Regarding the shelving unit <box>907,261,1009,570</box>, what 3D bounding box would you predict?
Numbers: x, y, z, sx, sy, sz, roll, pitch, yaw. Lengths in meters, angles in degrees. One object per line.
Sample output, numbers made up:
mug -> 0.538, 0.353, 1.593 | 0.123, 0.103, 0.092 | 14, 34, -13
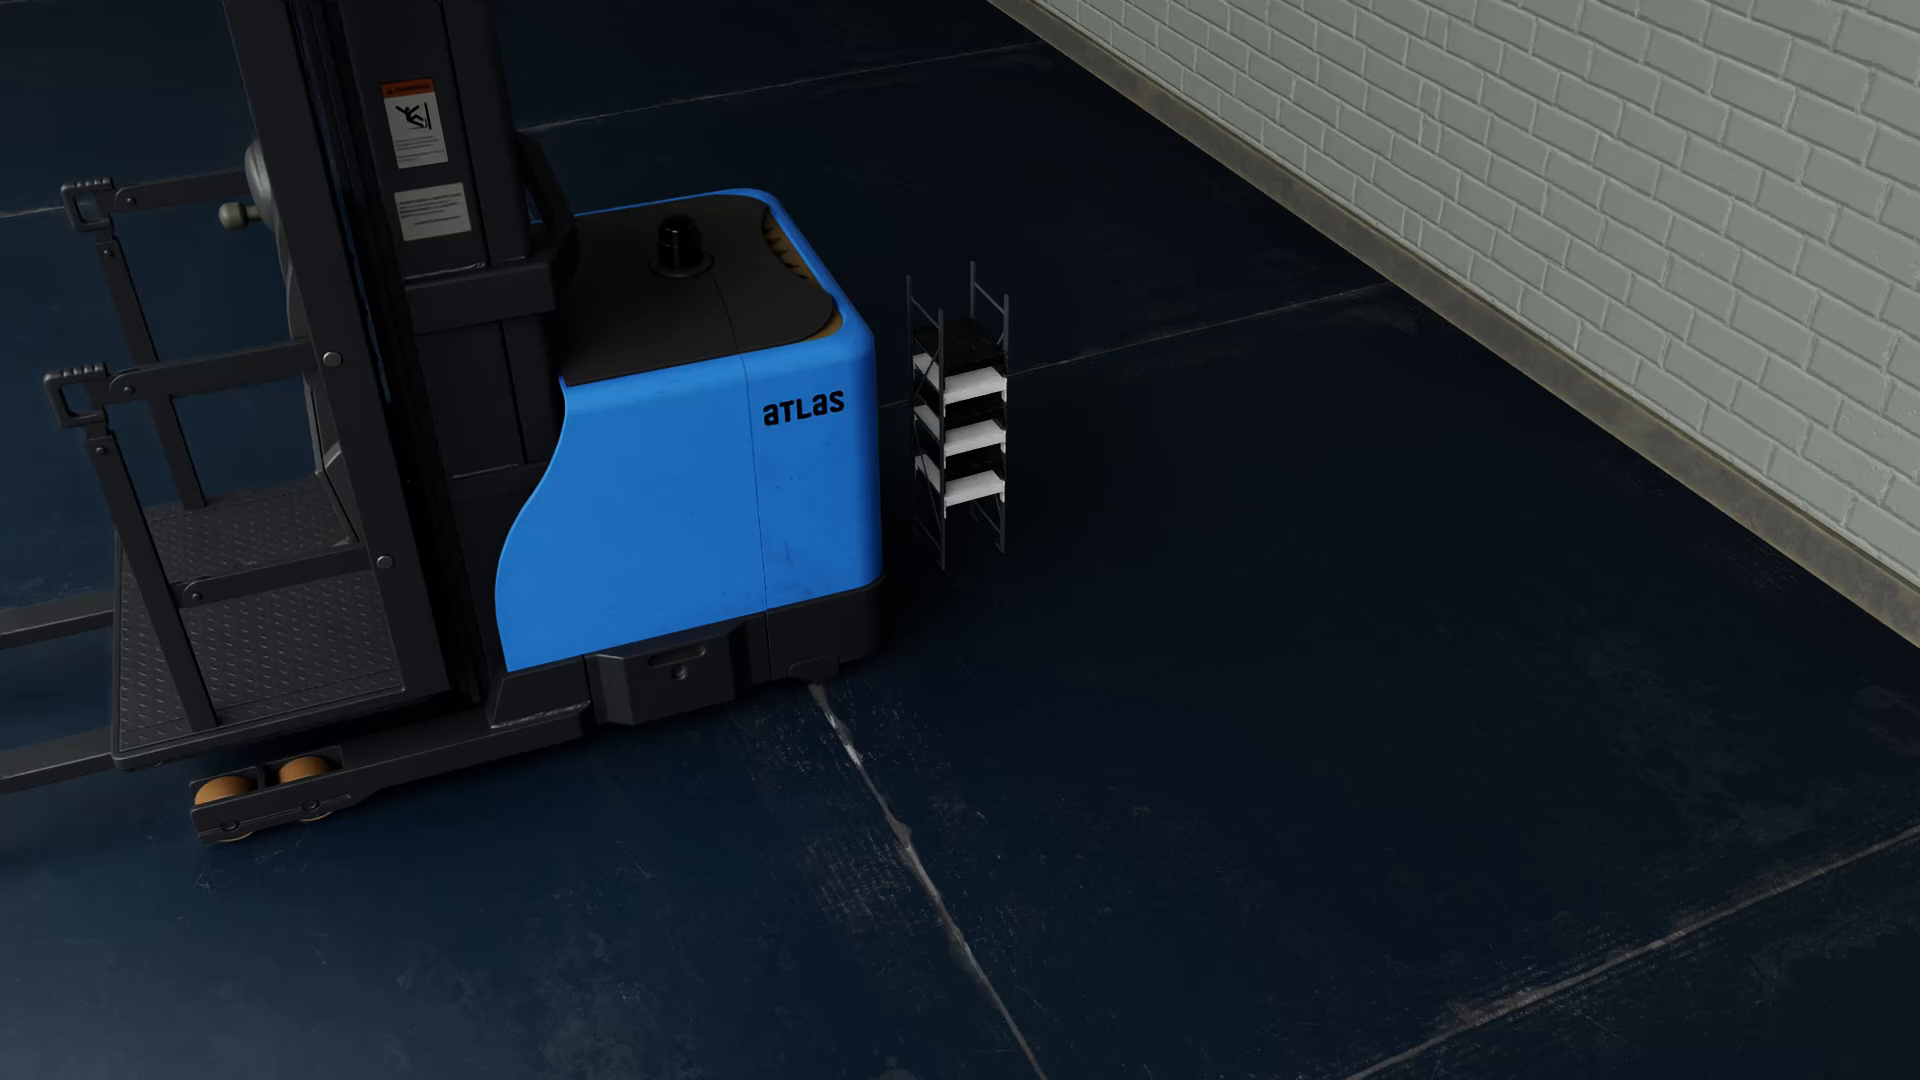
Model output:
shelving unit -> -0.007, -0.359, 4.979 | 0.210, 0.900, 0.258 | -16, 39, -20

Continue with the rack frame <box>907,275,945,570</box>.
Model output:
rack frame -> -0.099, -0.334, 4.944 | 0.006, 0.900, 0.240 | -16, 39, -20

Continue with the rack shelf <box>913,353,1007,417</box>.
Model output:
rack shelf -> -0.007, -0.477, 4.892 | 0.200, 0.077, 0.258 | -16, 39, -20

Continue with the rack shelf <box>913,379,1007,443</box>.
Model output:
rack shelf -> -0.007, -0.405, 4.945 | 0.200, 0.077, 0.258 | -16, 39, -20

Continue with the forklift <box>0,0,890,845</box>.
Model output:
forklift -> -1.770, -0.770, 3.828 | 3.031, 2.935, 1.130 | -13, 39, -17

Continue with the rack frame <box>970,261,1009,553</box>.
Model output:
rack frame -> 0.085, -0.385, 5.014 | 0.006, 0.900, 0.240 | -16, 39, -20

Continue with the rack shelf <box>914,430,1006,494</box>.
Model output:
rack shelf -> -0.007, -0.260, 5.053 | 0.200, 0.077, 0.258 | -16, 39, -20

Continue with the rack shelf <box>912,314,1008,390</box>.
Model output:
rack shelf -> -0.007, -0.549, 4.838 | 0.200, 0.077, 0.258 | -16, 39, -20

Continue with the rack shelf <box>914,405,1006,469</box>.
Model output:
rack shelf -> -0.007, -0.333, 4.999 | 0.200, 0.077, 0.258 | -16, 39, -20

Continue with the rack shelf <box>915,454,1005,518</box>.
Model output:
rack shelf -> -0.007, -0.188, 5.106 | 0.200, 0.077, 0.258 | -16, 39, -20
